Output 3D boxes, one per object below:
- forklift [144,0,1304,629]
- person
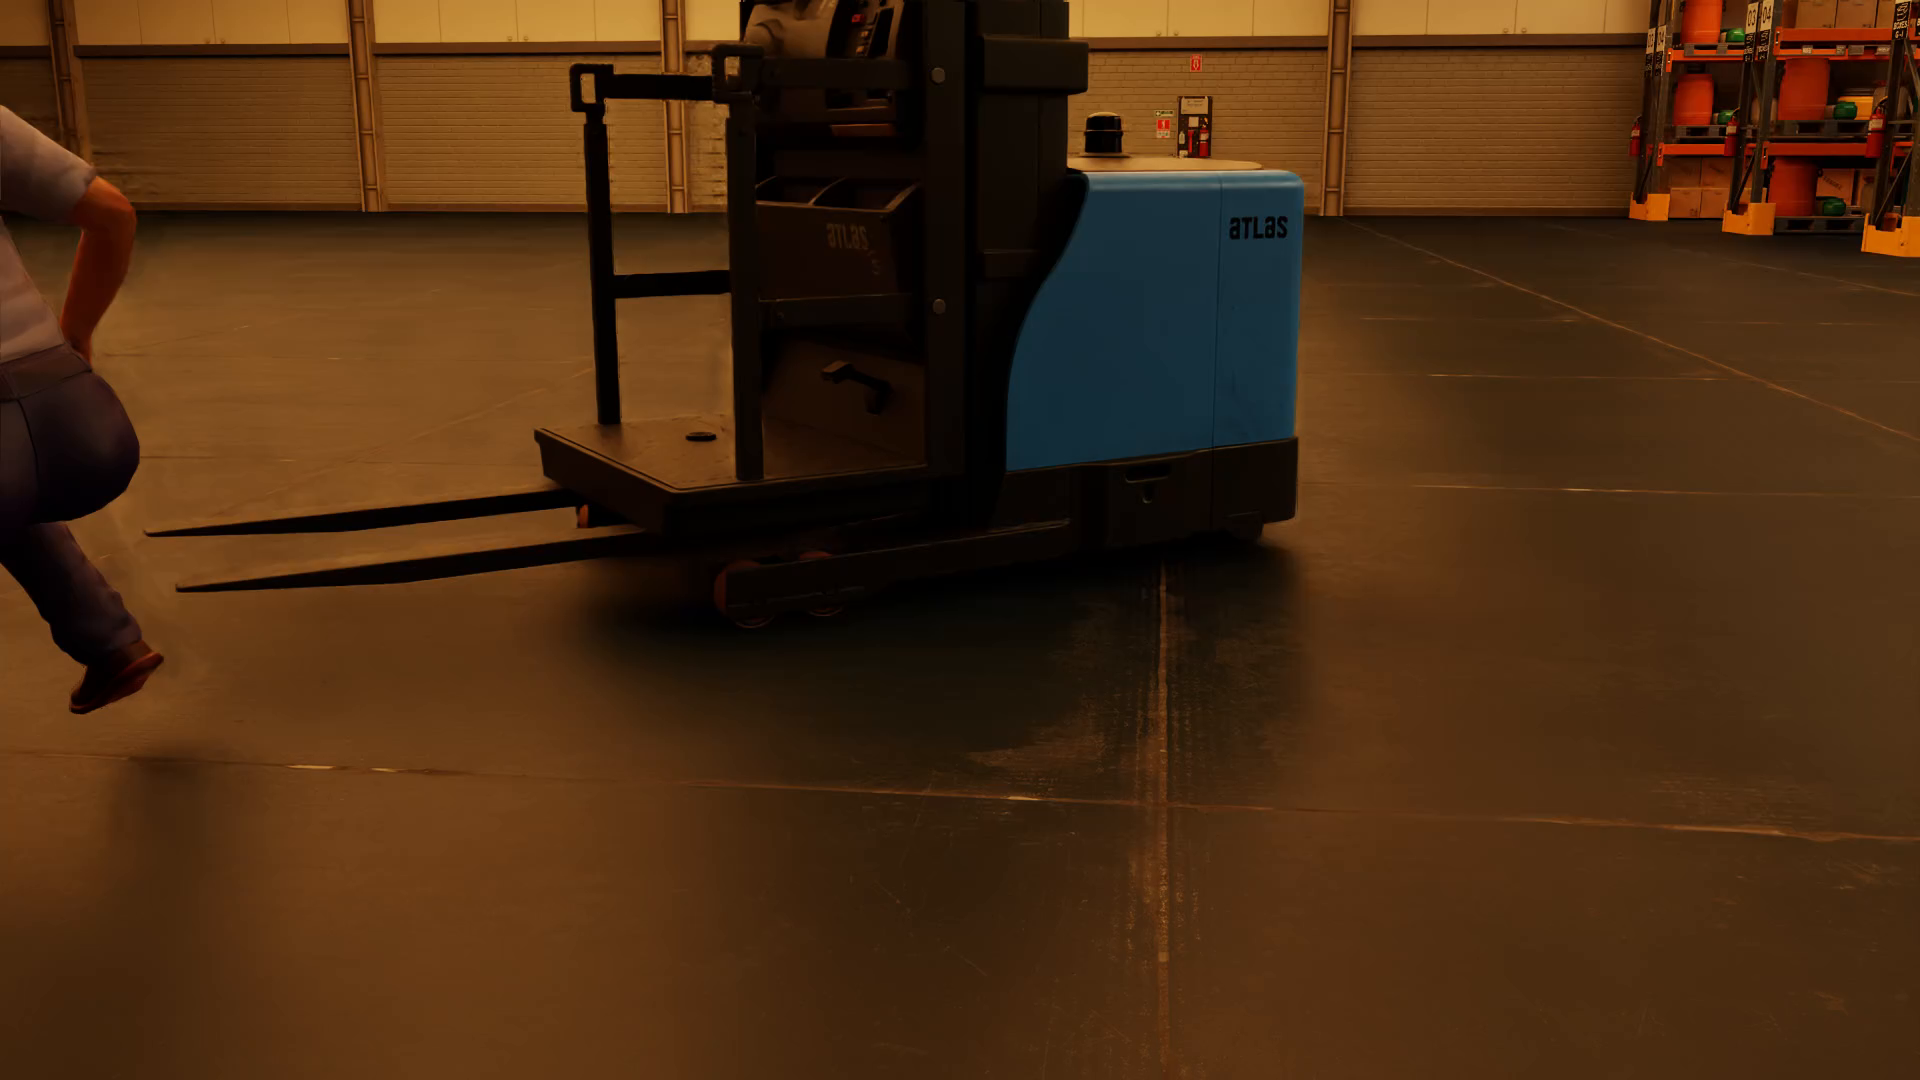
[{"bbox_3d":[-0.532,-1.349,4.277,3.031,2.935,1.130,-8,15,-30],"label":"forklift"},{"bbox_3d":[-1.744,-0.166,2.702,0.645,1.438,0.854,9,16,34],"label":"person"}]
